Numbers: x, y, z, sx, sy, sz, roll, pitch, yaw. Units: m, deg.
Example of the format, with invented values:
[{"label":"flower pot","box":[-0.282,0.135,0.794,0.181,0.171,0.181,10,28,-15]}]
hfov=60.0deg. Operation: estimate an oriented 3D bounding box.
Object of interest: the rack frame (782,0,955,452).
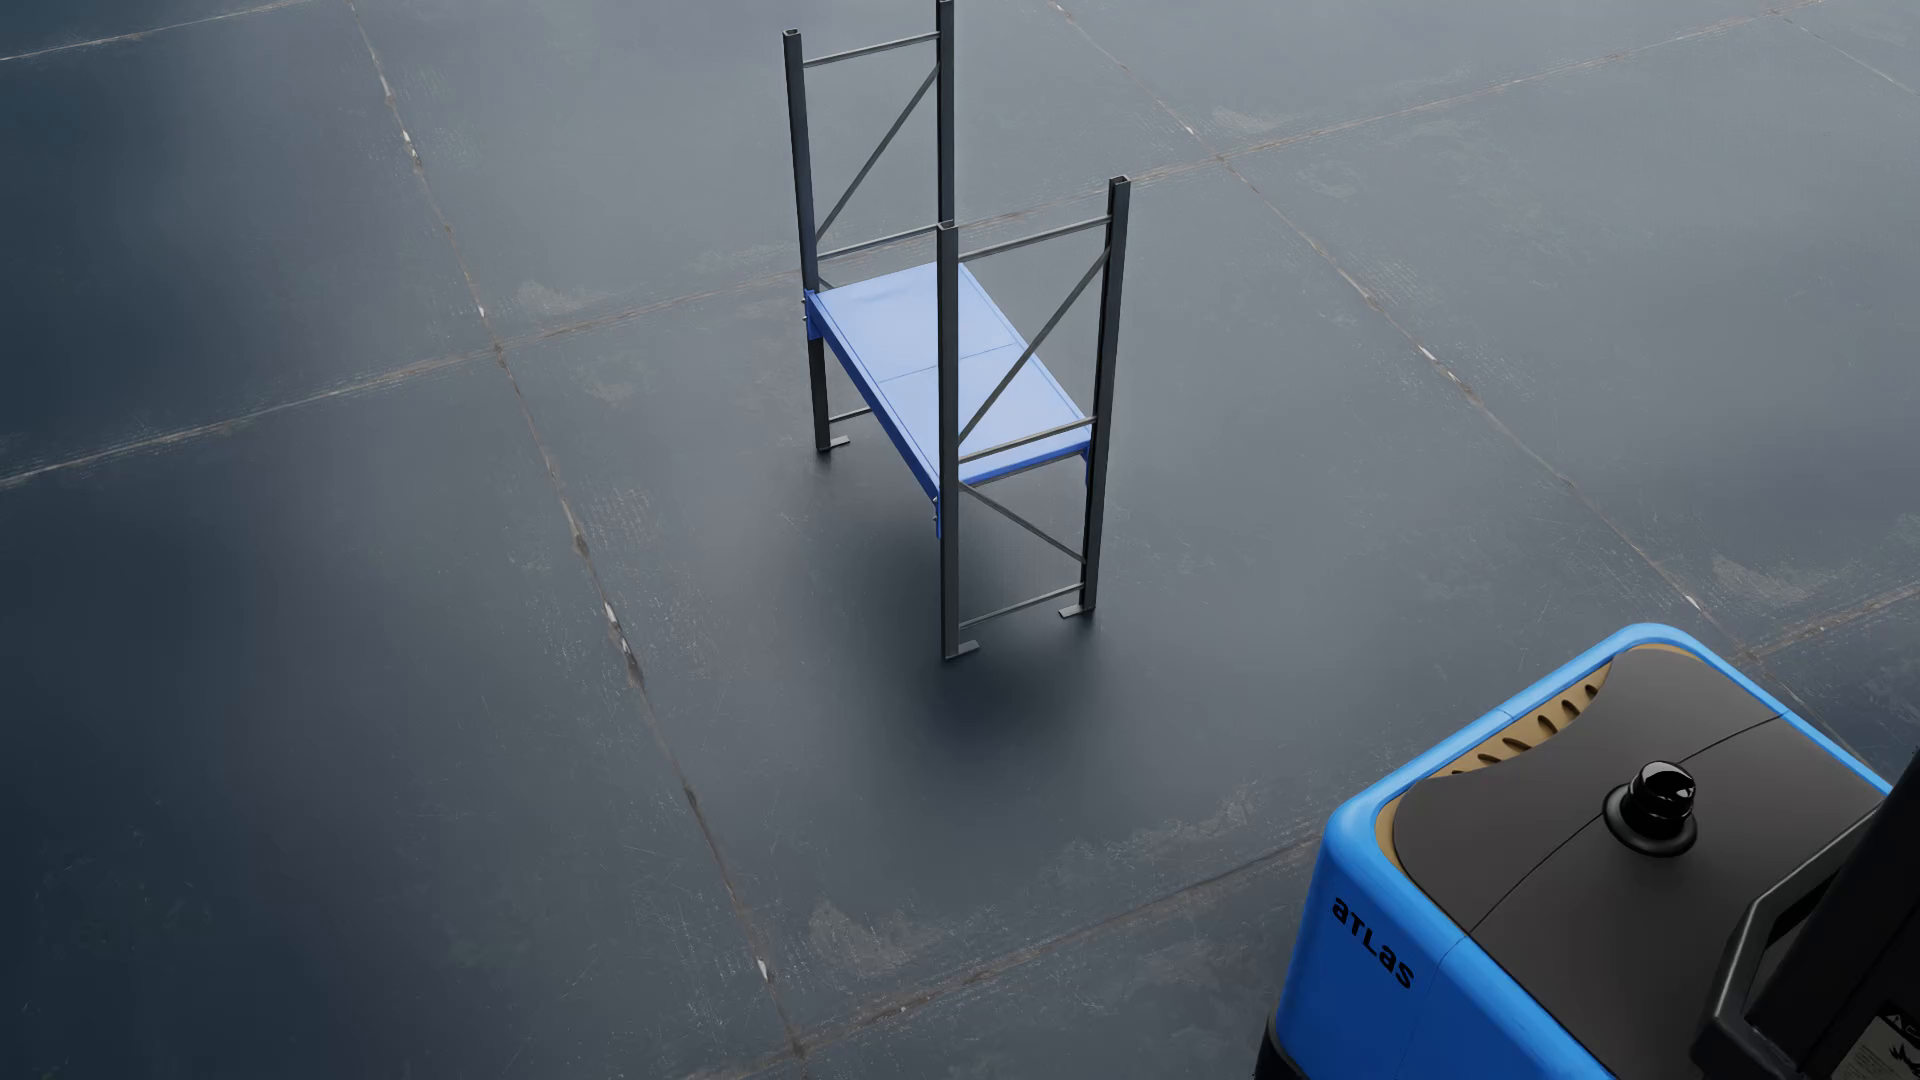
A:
[{"label":"rack frame","box":[-0.250,-0.912,5.107,0.500,1.500,0.032,-18,47,-17]}]

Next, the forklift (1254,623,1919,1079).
[{"label":"forklift","box":[1.931,0.920,2.231,1.130,2.935,3.031,-26,50,-24]}]

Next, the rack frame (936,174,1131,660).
[{"label":"rack frame","box":[0.178,-0.264,4.450,0.500,1.500,0.032,-18,47,-17]}]

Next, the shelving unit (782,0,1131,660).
[{"label":"shelving unit","box":[-0.036,-0.588,4.778,0.538,1.500,1.048,-18,47,-17]}]

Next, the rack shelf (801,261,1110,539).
[{"label":"rack shelf","box":[-0.036,-0.460,4.905,0.538,0.185,1.000,-18,47,-17]}]
